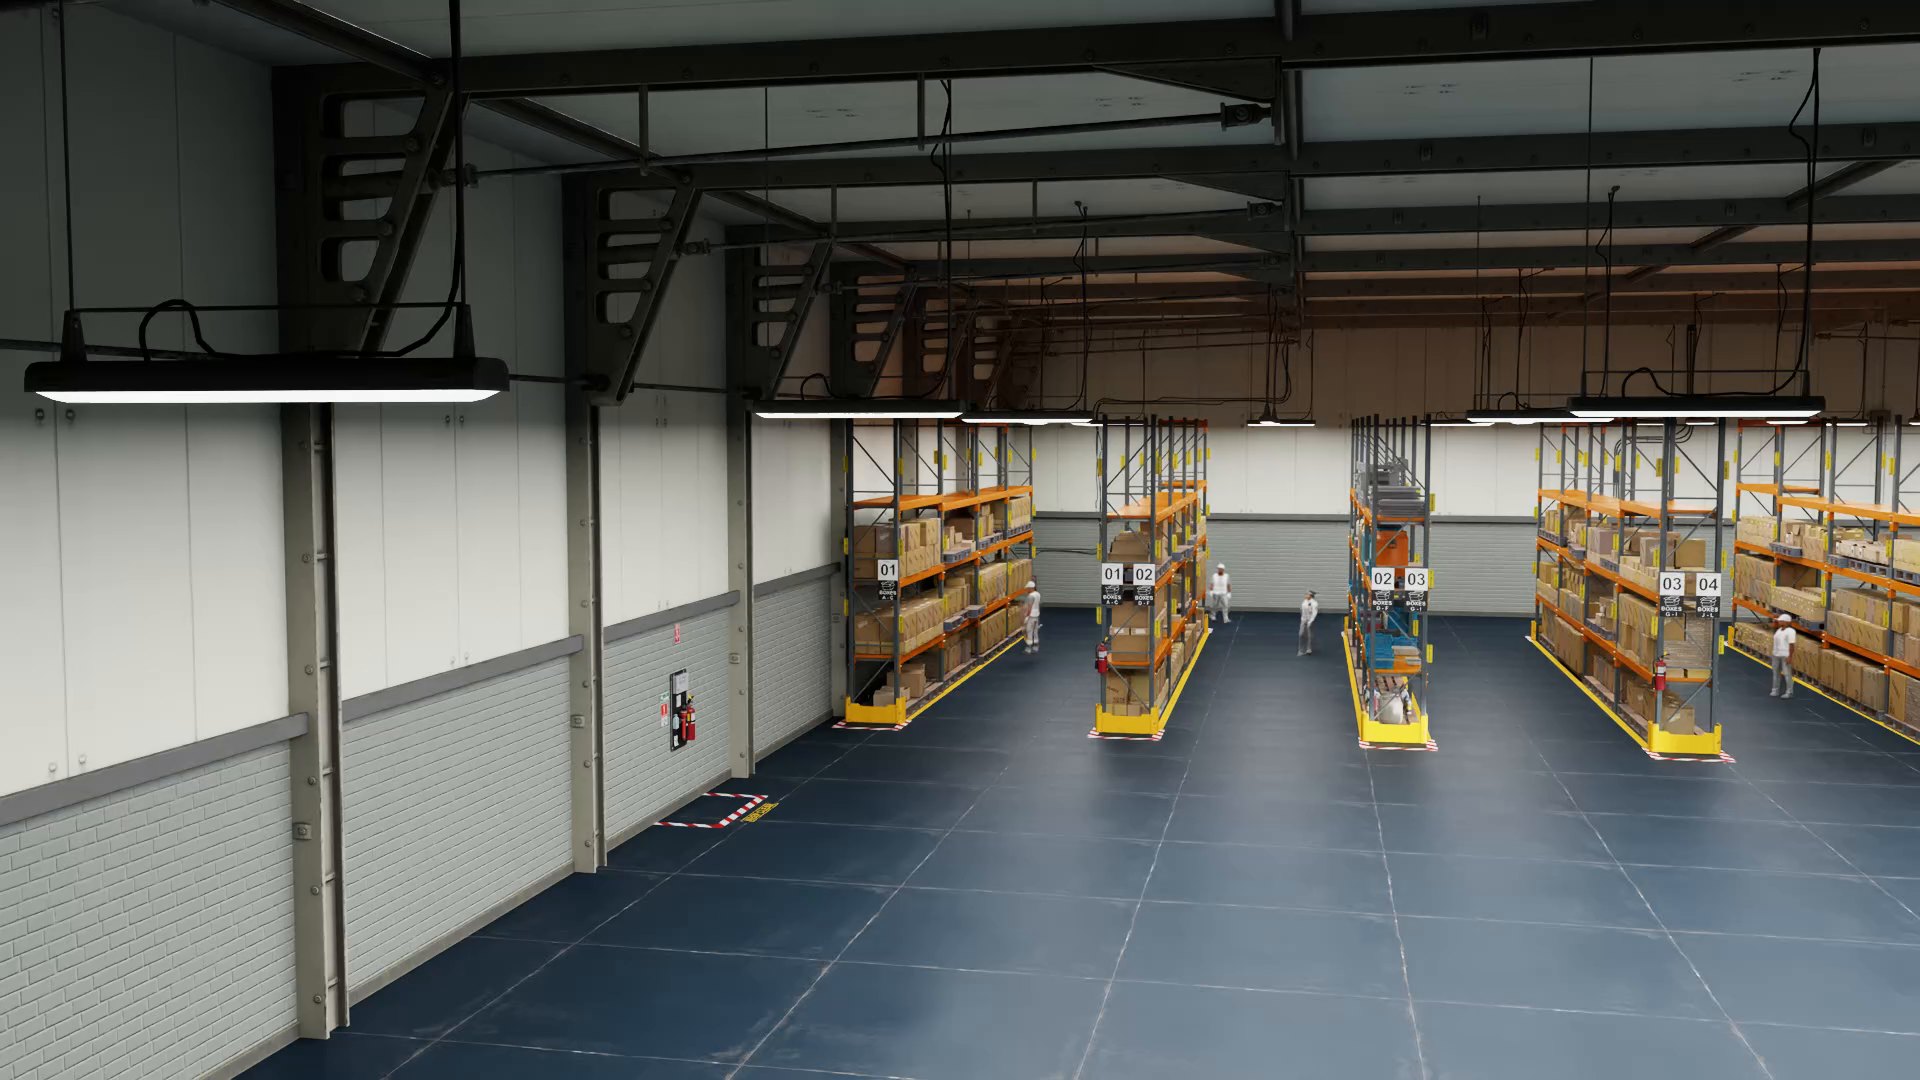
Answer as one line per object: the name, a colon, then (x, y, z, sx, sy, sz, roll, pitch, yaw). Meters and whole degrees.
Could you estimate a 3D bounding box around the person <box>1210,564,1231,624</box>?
person: (7.686, 1.584, 49.058, 0.669, 1.739, 1.059, -1, 4, -11)

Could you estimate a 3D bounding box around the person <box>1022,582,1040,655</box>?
person: (1.728, 1.918, 40.937, 0.404, 1.794, 0.576, 2, 4, 25)

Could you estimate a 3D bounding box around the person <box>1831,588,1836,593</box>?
person: (22.942, 2.032, 43.686, 0.469, 1.543, 0.900, -3, 5, -38)

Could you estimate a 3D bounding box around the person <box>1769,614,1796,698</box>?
person: (17.604, 2.474, 35.551, 0.415, 1.768, 0.567, -2, 4, -24)

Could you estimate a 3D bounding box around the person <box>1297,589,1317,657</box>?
person: (8.840, 2.083, 42.128, 0.445, 1.687, 0.758, 2, 4, 26)
